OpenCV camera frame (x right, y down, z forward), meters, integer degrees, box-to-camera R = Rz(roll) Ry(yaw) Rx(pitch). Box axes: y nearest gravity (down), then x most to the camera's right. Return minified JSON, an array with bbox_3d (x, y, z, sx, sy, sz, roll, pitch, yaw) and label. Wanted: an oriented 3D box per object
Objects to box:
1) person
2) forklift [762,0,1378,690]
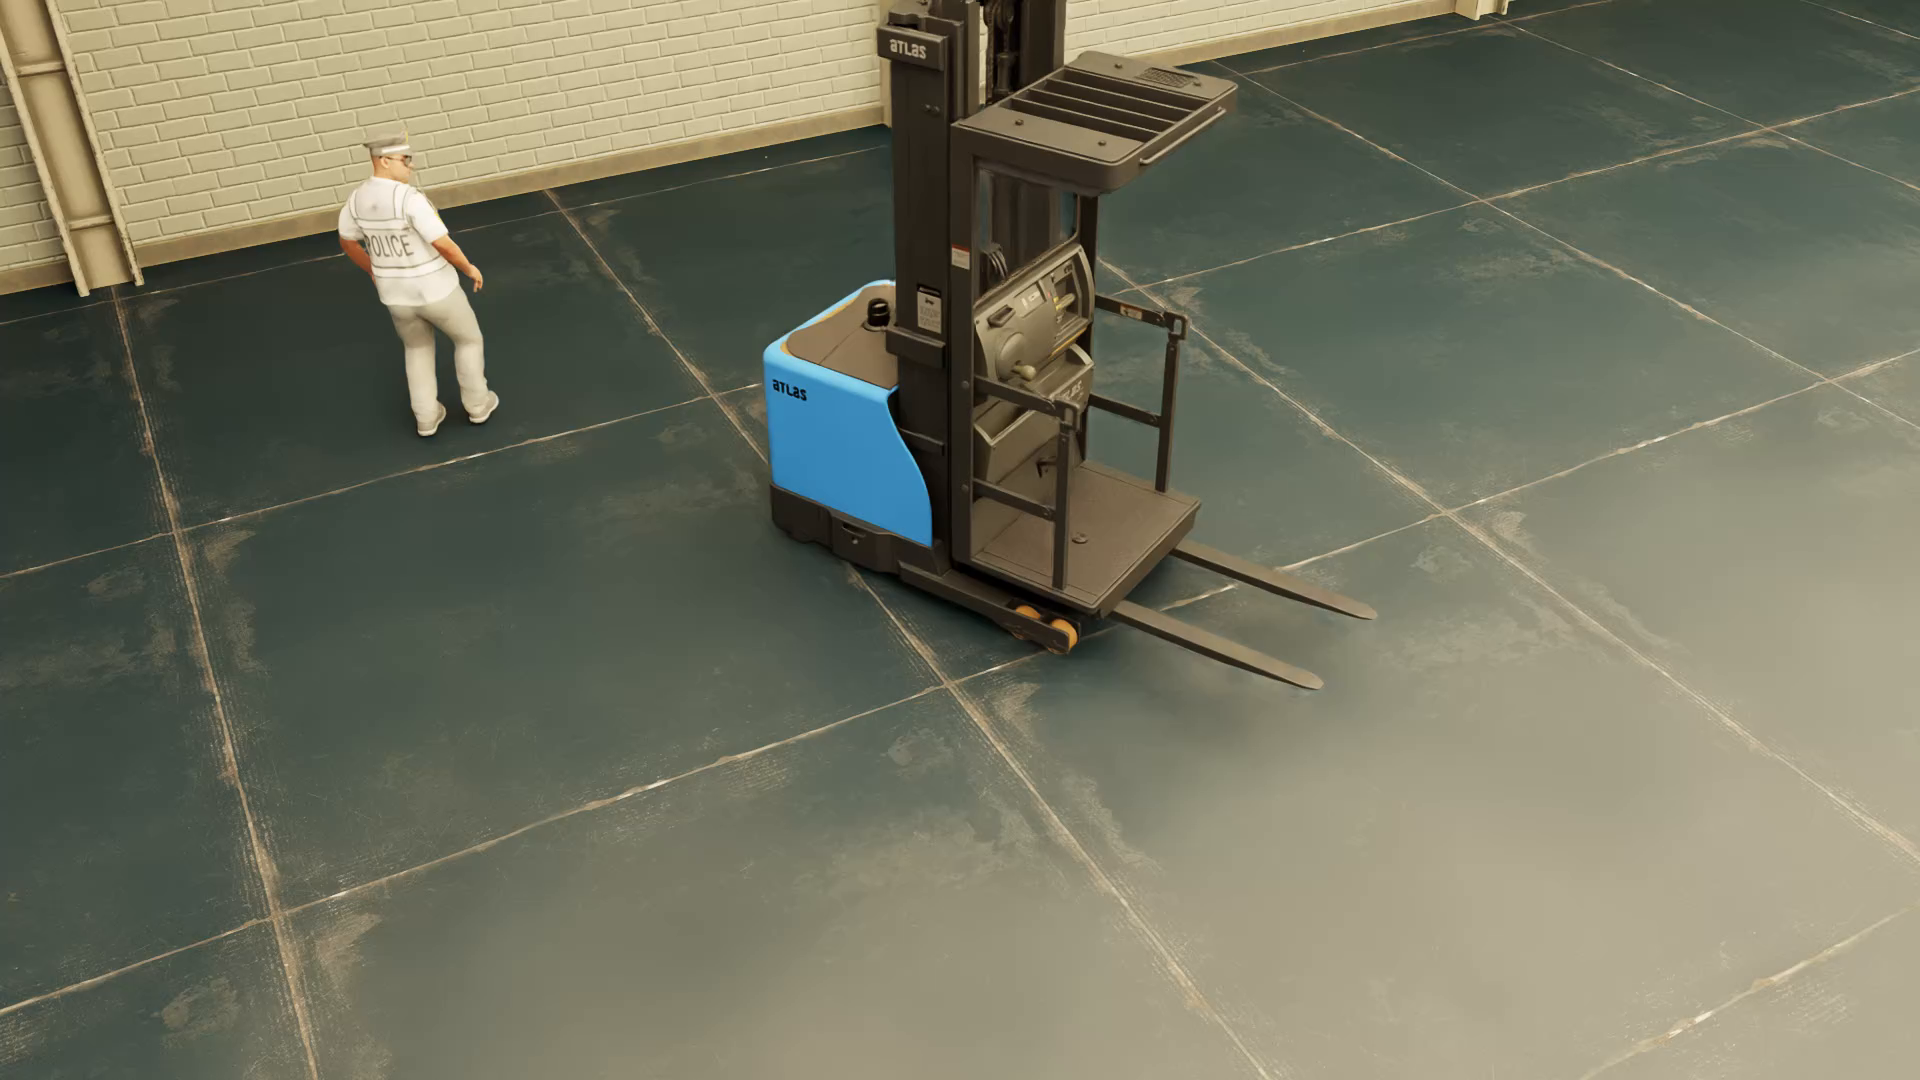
[{"bbox_3d":[-2.987,-1.417,9.171,0.732,1.733,0.532,6,36,9],"label":"person"},{"bbox_3d":[0.519,-1.004,7.543,3.031,2.935,1.130,21,41,27],"label":"forklift"}]
